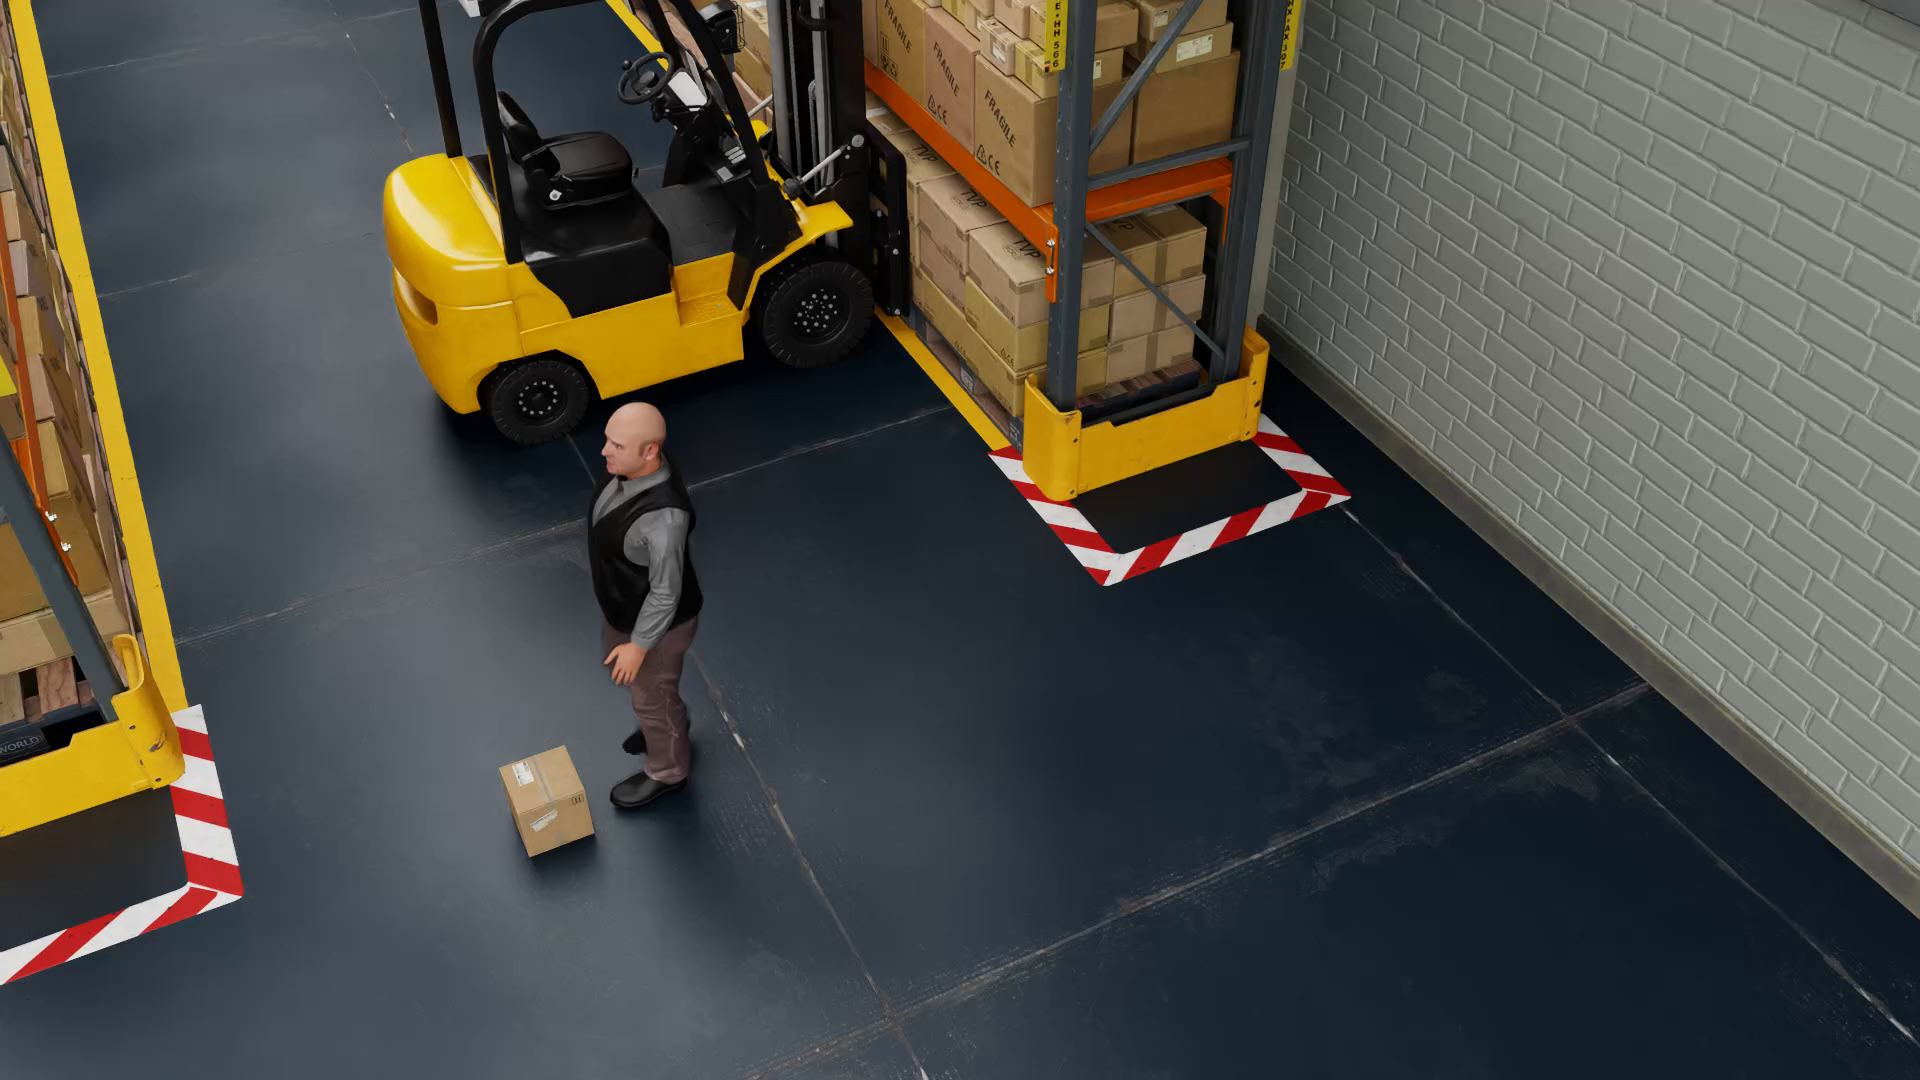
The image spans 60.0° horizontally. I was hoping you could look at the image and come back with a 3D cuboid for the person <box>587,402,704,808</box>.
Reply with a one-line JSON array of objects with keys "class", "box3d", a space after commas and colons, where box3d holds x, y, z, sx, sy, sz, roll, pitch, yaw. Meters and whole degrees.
[{"class": "person", "box3d": [-1.138, 0.271, 5.873, 0.461, 1.790, 0.578, -15, 43, -17]}]
